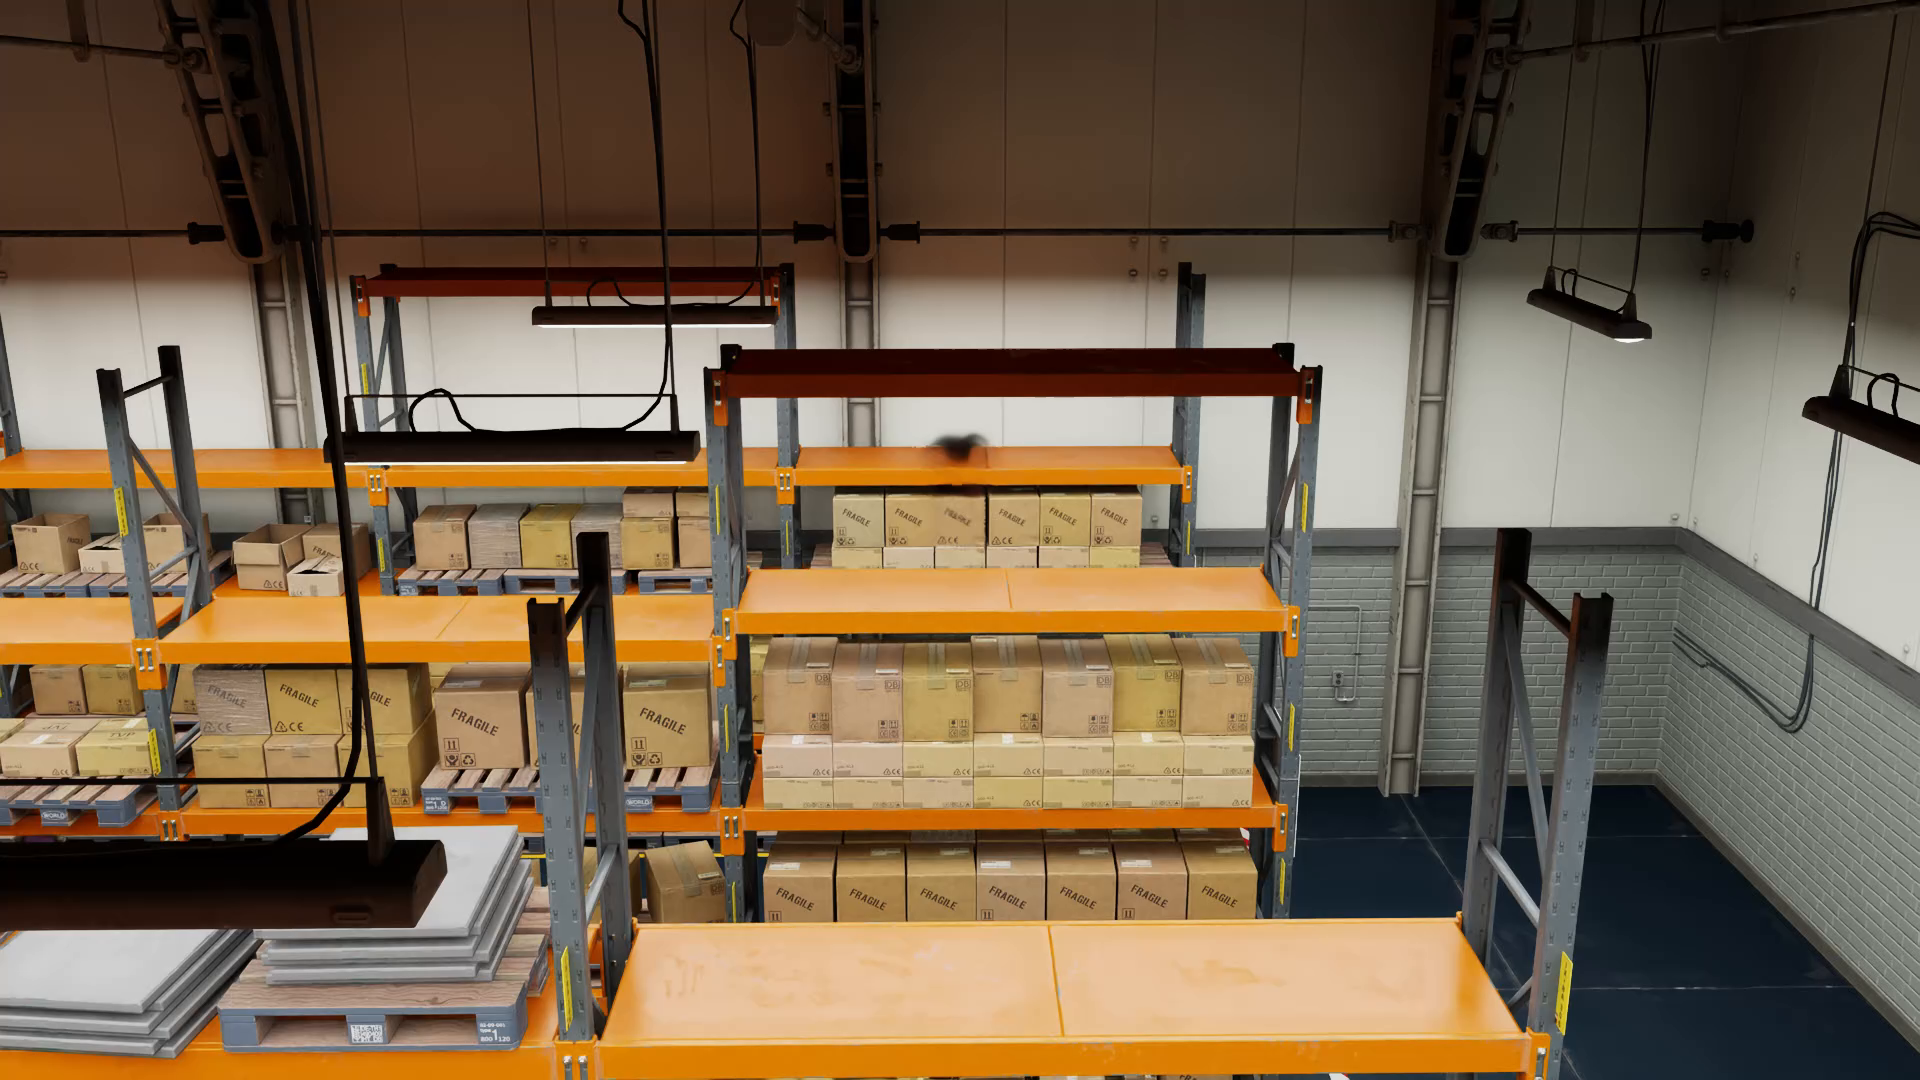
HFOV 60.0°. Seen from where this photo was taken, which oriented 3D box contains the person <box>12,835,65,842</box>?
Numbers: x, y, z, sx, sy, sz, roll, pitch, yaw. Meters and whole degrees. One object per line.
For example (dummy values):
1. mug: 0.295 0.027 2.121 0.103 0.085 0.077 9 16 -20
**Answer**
1. person: -8.525 3.011 15.393 0.499 1.628 0.335 -5 17 -16
